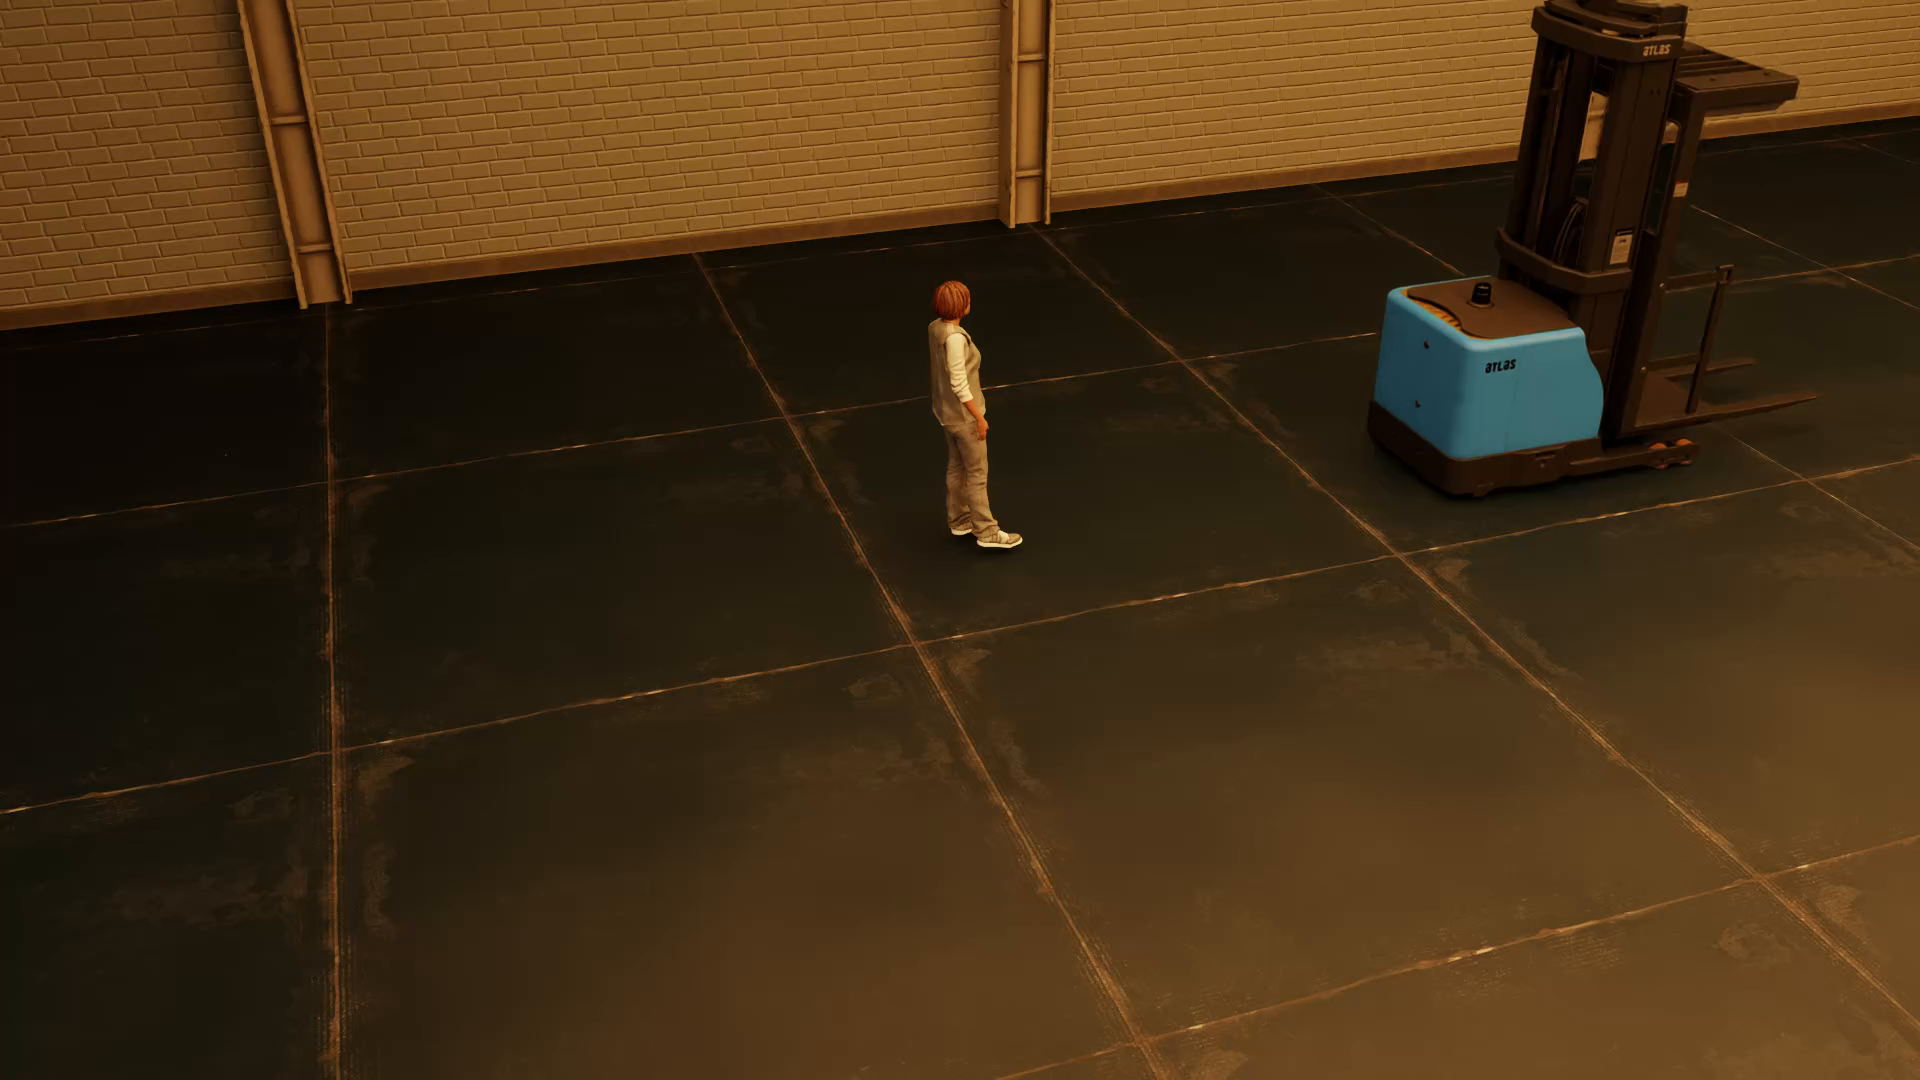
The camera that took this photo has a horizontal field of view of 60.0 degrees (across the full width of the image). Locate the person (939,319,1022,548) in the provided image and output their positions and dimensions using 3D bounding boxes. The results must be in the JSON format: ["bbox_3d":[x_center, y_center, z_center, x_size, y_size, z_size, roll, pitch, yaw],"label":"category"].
[{"bbox_3d":[0.081,-0.637,9.673,0.461,1.360,0.520,-10,31,-16],"label":"person"}]

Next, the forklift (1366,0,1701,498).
[{"bbox_3d":[4.302,-1.969,10.510,3.031,2.935,1.130,-10,31,-16],"label":"forklift"}]
